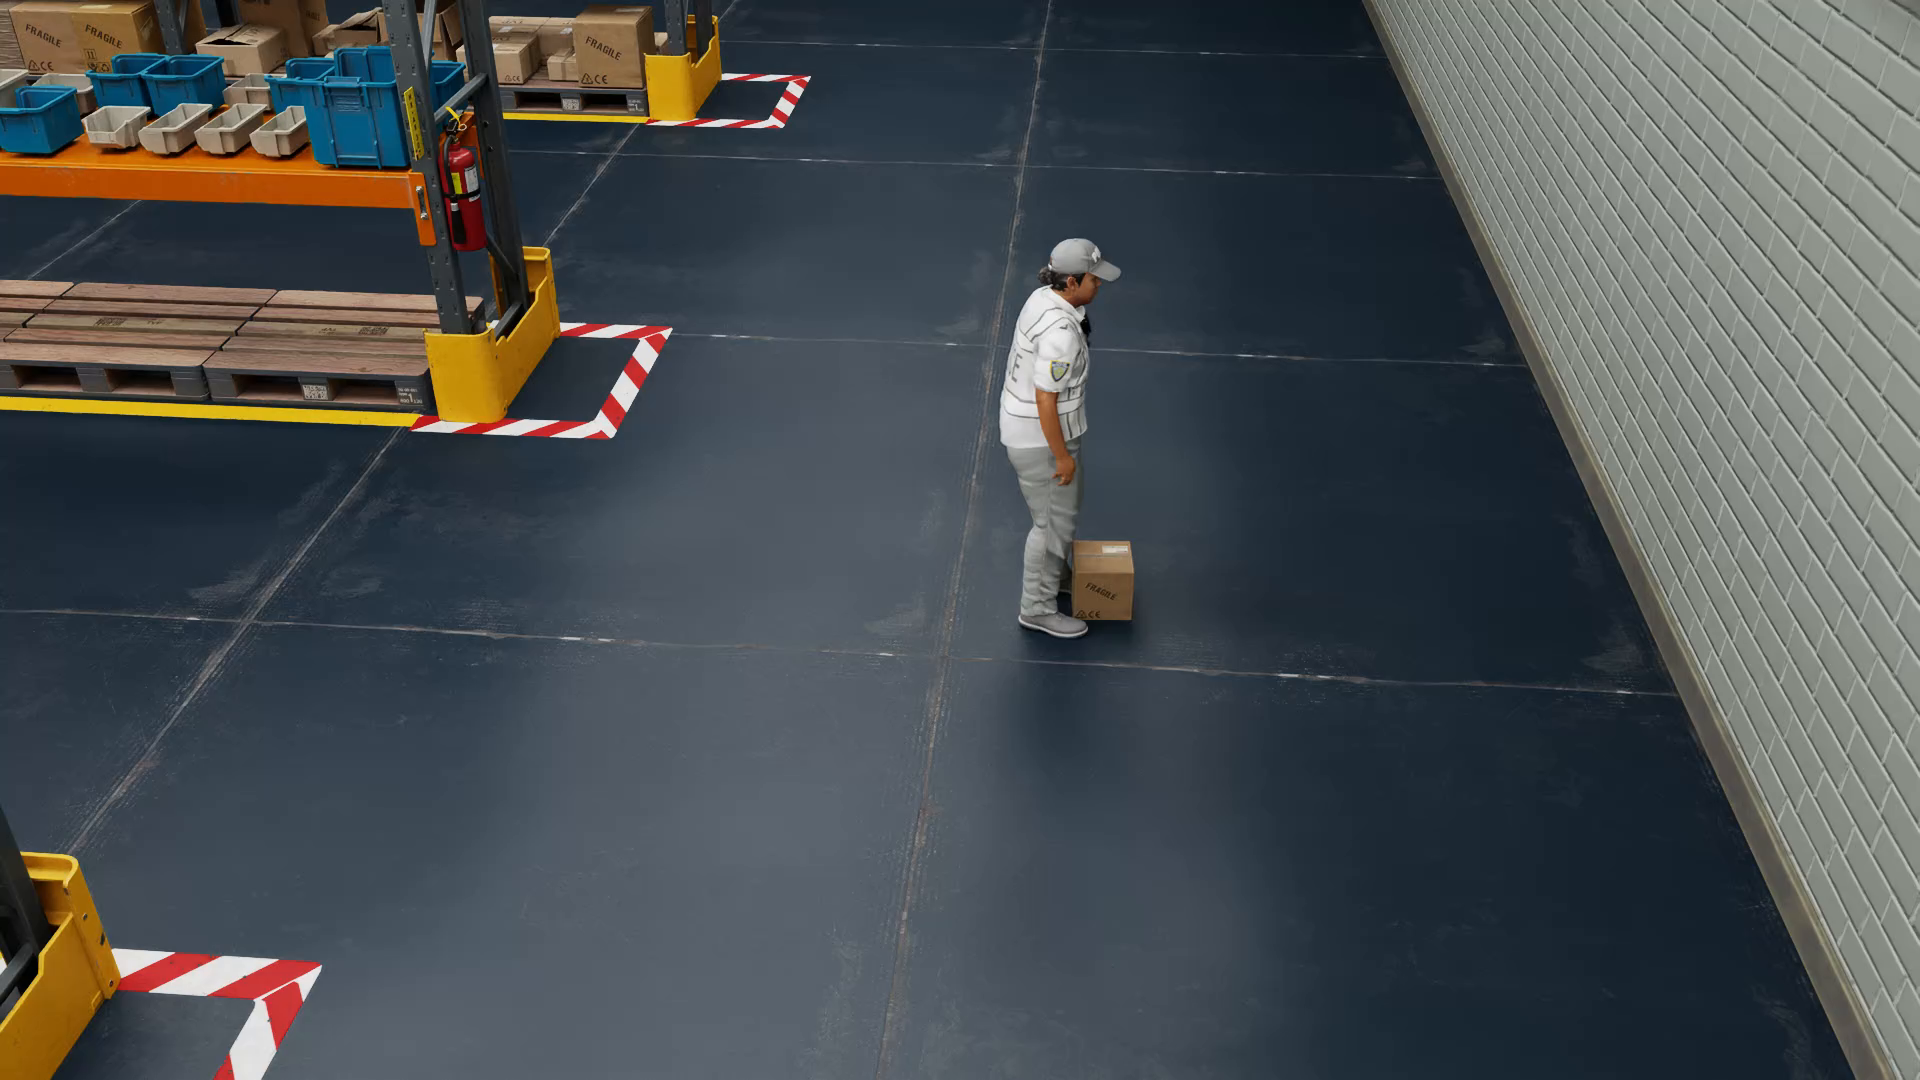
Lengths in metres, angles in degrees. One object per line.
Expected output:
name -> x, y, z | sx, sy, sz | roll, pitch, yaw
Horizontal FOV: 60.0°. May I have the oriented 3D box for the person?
person -> 0.395, -0.434, 6.820 | 0.463, 1.667, 0.563 | 1, 32, 2
